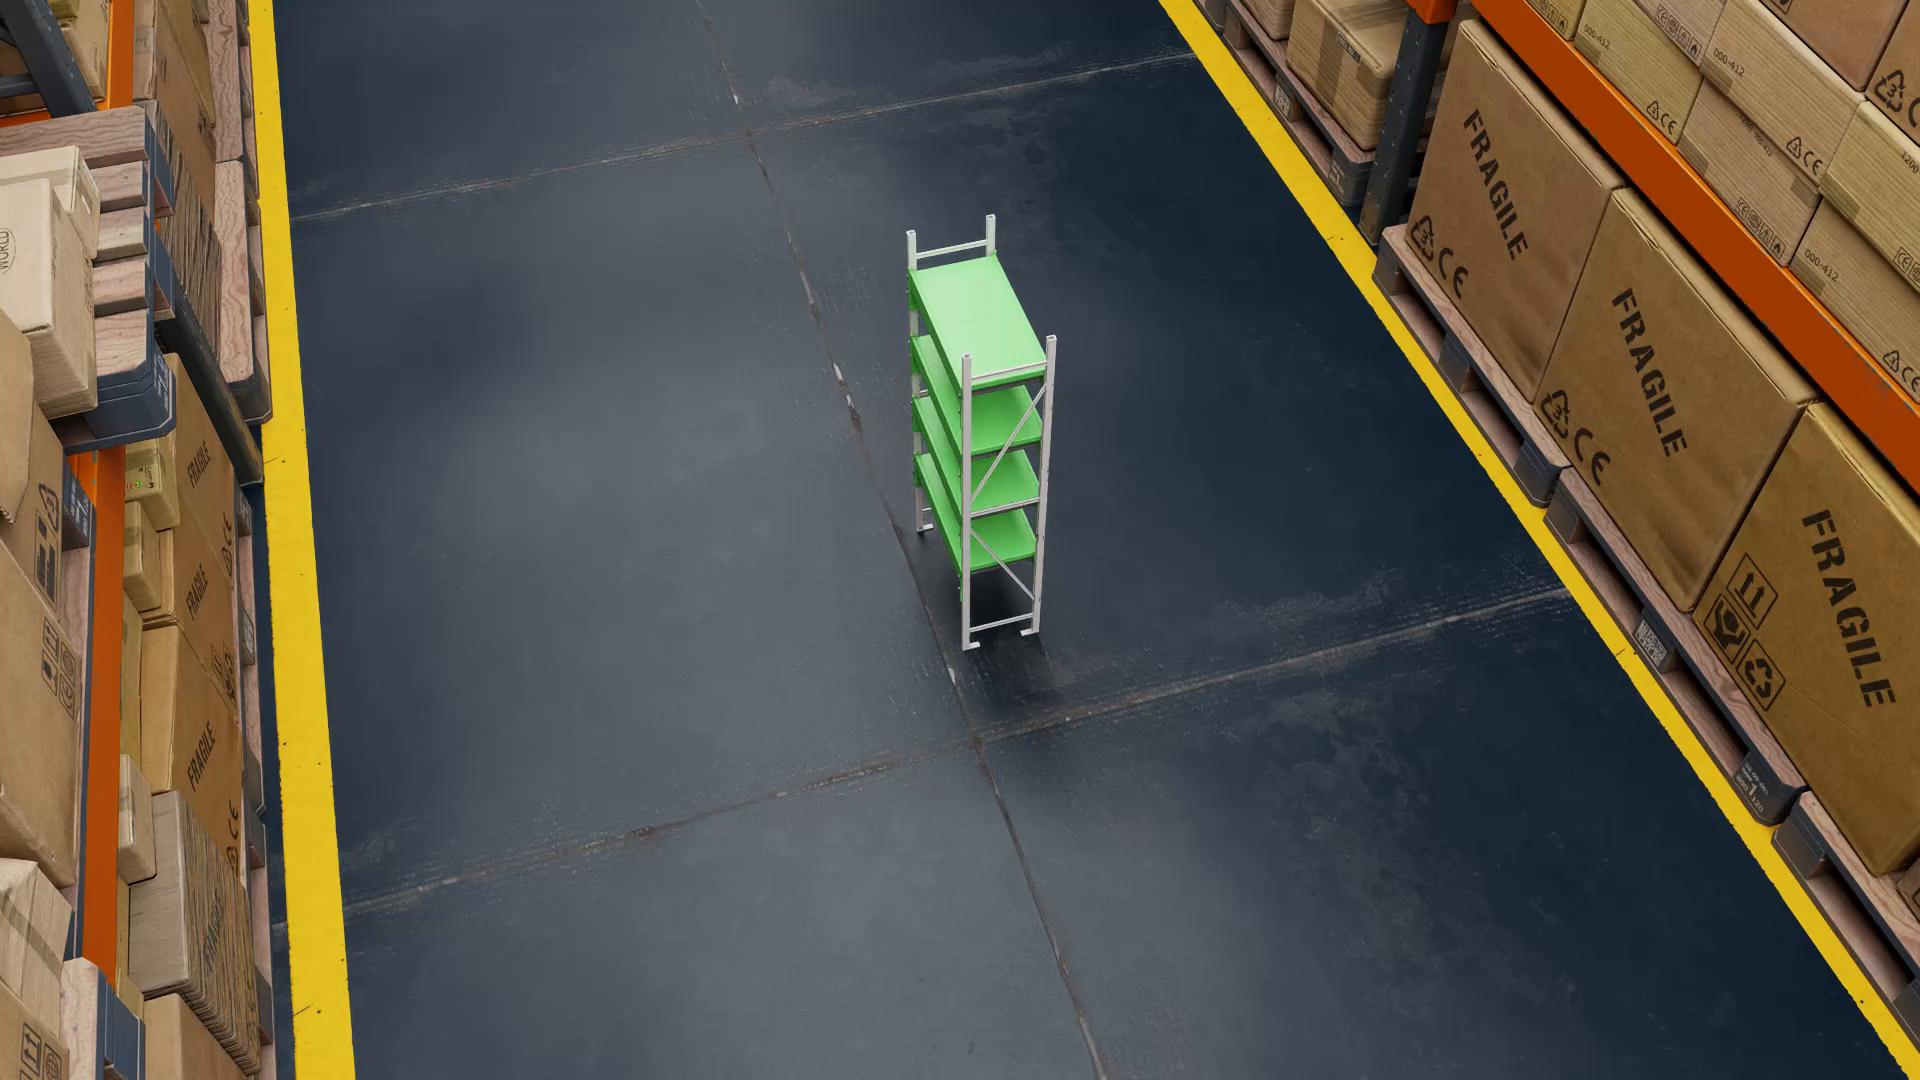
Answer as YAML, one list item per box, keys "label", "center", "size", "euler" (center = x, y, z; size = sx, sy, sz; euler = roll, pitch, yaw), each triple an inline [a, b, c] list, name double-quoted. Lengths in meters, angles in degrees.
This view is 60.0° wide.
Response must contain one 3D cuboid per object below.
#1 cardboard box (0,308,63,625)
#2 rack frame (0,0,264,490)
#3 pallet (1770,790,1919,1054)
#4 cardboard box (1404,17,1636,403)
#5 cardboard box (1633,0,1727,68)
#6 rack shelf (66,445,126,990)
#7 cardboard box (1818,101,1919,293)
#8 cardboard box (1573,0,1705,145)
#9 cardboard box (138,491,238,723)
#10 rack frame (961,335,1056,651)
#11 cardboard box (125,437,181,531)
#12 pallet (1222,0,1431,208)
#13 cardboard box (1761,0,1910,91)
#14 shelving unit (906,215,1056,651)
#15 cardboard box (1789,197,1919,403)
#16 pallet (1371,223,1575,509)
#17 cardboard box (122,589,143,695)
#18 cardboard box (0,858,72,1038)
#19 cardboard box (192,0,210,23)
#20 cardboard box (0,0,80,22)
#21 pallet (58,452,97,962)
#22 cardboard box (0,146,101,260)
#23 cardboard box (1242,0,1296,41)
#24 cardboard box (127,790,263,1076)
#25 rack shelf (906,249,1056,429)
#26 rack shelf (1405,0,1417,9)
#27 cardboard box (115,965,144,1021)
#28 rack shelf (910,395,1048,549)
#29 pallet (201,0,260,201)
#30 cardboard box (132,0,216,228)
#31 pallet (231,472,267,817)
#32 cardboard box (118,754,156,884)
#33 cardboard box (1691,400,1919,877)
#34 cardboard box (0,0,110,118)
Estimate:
- label: "cardboard box"
  center: [-2.097, -0.097, 3.028]
  size: [0.797, 0.503, 0.637]
  euler: [-14, 51, -12]
- label: "rack frame"
  center: [-2.756, -1.079, 4.198]
  size: [1.000, 3.000, 0.127]
  euler: [-13, 51, -11]
- label: "pallet"
  center: [2.867, 1.070, 4.210]
  size: [1.003, 0.211, 1.213]
  euler: [-13, 51, -11]
- label: "cardboard box"
  center: [2.109, -1.131, 5.357]
  size: [0.875, 0.875, 0.875]
  euler: [-14, 51, -11]
- label: "cardboard box"
  center: [2.050, -1.513, 4.335]
  size: [0.500, 0.250, 0.500]
  euler: [-12, 51, -10]
- label: "rack shelf"
  center: [-2.165, 0.614, 3.241]
  size: [1.077, 0.370, 4.000]
  euler: [-13, 51, -11]
- label: "cardboard box"
  center: [2.323, -0.773, 3.711]
  size: [0.500, 0.250, 0.500]
  euler: [-13, 51, -10]
- label: "cardboard box"
  center: [2.058, -1.370, 4.541]
  size: [0.500, 0.250, 0.500]
  euler: [-15, 51, -12]
- label: "cardboard box"
  center: [-2.288, 0.220, 4.463]
  size: [0.500, 0.500, 0.500]
  euler: [-14, 51, -12]
- label: "rack frame"
  center: [0.121, -0.088, 4.539]
  size: [0.240, 1.200, 0.015]
  euler: [-13, 51, -11]
- label: "cardboard box"
  center: [-2.258, -0.122, 4.327]
  size: [0.380, 0.149, 0.250]
  euler: [-16, 52, -13]
- label: "pallet"
  center: [1.755, -1.876, 6.694]
  size: [1.003, 0.211, 1.213]
  euler: [-13, 51, -11]
- label: "cardboard box"
  center: [2.191, -1.401, 3.750]
  size: [0.500, 0.500, 0.500]
  euler: [-12, 51, -10]
- label: "shelving unit"
  center: [0.049, -0.266, 4.689]
  size: [0.258, 1.200, 0.503]
  euler: [-13, 51, -11]
- label: "cardboard box"
  center: [2.356, -0.626, 3.914]
  size: [0.500, 0.250, 0.500]
  euler: [-13, 51, -11]
- label: "pallet"
  center: [2.146, -0.712, 5.712]
  size: [1.003, 0.211, 1.213]
  euler: [-13, 51, -11]
- label: "cardboard box"
  center: [-2.187, 0.284, 3.985]
  size: [0.380, 0.149, 0.250]
  euler: [-12, 51, -10]
- label: "cardboard box"
  center: [-1.617, 0.649, 2.554]
  size: [0.396, 0.266, 0.258]
  euler: [-11, 51, -9]
- label: "cardboard box"
  center: [-3.552, -2.423, 6.609]
  size: [0.875, 0.625, 0.625]
  euler: [-14, 51, -11]
- label: "cardboard box"
  center: [-2.630, -1.577, 4.388]
  size: [0.500, 0.250, 0.500]
  euler: [-13, 51, -11]
- label: "pallet"
  center: [-2.177, 0.402, 3.074]
  size: [1.003, 0.211, 1.213]
  euler: [-13, 51, -11]
- label: "cardboard box"
  center: [-2.195, -0.740, 3.802]
  size: [0.380, 0.149, 0.250]
  euler: [-12, 51, -10]
- label: "cardboard box"
  center: [1.601, -2.444, 6.793]
  size: [0.950, 0.372, 0.625]
  euler: [-14, 51, -12]
- label: "cardboard box"
  center: [-1.959, 0.976, 3.825]
  size: [0.500, 0.500, 0.500]
  euler: [-15, 51, -12]
- label: "rack shelf"
  center: [0.049, -0.534, 4.371]
  size: [0.258, 0.148, 0.480]
  euler: [-13, 51, -11]
- label: "rack shelf"
  center: [1.393, -3.433, 6.653]
  size: [1.077, 0.370, 4.000]
  euler: [-13, 51, -11]
- label: "cardboard box"
  center: [-1.871, 1.042, 3.345]
  size: [0.380, 0.149, 0.250]
  euler: [-12, 51, -10]
- label: "rack shelf"
  center: [0.049, -0.225, 4.738]
  size: [0.258, 0.148, 0.480]
  euler: [-13, 51, -11]
- label: "pallet"
  center: [-3.319, -1.680, 6.528]
  size: [1.003, 0.211, 1.213]
  euler: [-13, 51, -11]
- label: "cardboard box"
  center: [-3.128, -1.383, 5.732]
  size: [0.875, 0.625, 0.625]
  euler: [-12, 51, -10]
- label: "pallet"
  center: [-2.571, 0.374, 4.797]
  size: [1.003, 0.211, 1.213]
  euler: [-13, 51, -11]
- label: "cardboard box"
  center: [-2.003, 0.661, 3.667]
  size: [0.380, 0.149, 0.250]
  euler: [-16, 52, -13]
- label: "cardboard box"
  center: [2.633, 0.174, 4.256]
  size: [0.875, 0.875, 0.875]
  euler: [-12, 51, -10]
- label: "cardboard box"
  center: [-2.654, -1.410, 4.575]
  size: [0.500, 0.250, 0.500]
  euler: [-13, 51, -11]
